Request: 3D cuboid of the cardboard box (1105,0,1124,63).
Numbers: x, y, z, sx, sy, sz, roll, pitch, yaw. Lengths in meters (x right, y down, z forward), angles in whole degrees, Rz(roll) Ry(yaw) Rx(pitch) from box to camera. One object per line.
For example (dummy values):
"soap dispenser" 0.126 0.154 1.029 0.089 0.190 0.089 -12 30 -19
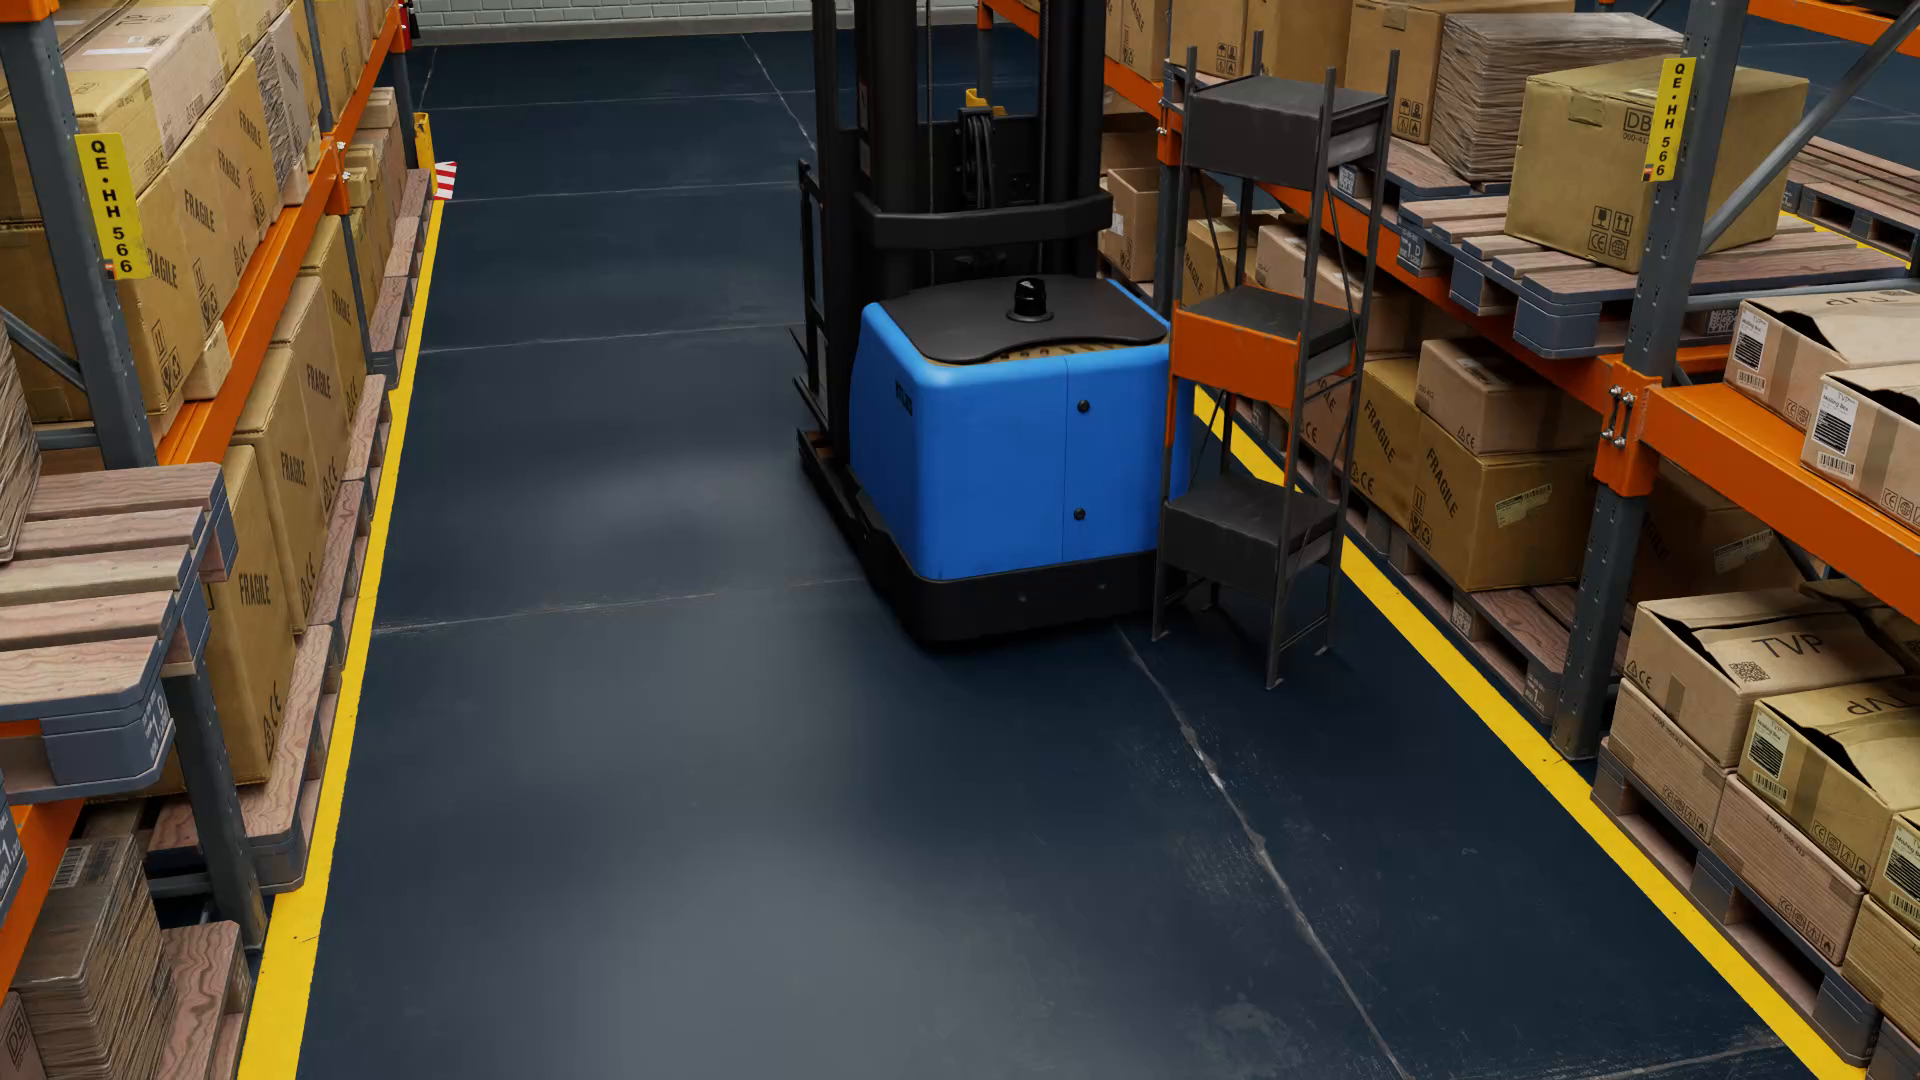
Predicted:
"cardboard box" 1.042 -2.919 9.094 0.500 0.500 0.500 -5 27 -10

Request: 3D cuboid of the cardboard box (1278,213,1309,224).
"cardboard box" 1.913 -1.348 8.378 0.500 0.500 0.500 -6 27 -12

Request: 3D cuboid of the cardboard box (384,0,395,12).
"cardboard box" -4.080 -3.617 10.255 0.980 0.700 0.700 -5 27 -9

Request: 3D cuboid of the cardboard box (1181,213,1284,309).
"cardboard box" 1.394 -1.298 8.279 0.500 0.500 0.500 -7 28 -14

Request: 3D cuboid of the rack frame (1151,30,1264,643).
"rack frame" 0.833 -0.632 5.672 0.015 2.100 0.400 22 34 37

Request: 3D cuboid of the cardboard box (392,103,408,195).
"cardboard box" -3.949 -2.481 10.644 0.700 0.500 0.500 -6 27 -12

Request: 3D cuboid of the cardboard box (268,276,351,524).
"cardboard box" -2.827 -0.516 6.363 0.750 0.750 0.750 -5 27 -10

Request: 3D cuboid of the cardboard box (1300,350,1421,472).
"cardboard box" 1.744 -0.623 6.942 0.500 0.500 0.500 -7 28 -14

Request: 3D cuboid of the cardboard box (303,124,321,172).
"cardboard box" -2.871 -1.619 6.885 0.380 0.149 0.250 -5 27 -11

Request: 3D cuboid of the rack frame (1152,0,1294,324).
"rack frame" 1.522 -2.455 8.285 1.000 3.000 0.127 -6 27 -12

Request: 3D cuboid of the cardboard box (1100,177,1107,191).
"cardboard box" 0.949 -2.002 9.883 0.500 0.311 0.500 -6 27 -12

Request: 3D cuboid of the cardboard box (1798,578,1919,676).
"cardboard box" 2.782 0.296 4.799 0.500 0.311 0.500 -5 27 -10

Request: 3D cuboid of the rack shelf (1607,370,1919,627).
"rack shelf" 2.875 0.500 3.229 1.077 0.370 4.000 -6 27 -12

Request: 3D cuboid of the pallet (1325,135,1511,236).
"pallet" 1.981 -1.467 6.540 1.003 0.211 1.213 -6 27 -12

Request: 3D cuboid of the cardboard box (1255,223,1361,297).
"cardboard box" 1.619 -1.194 7.241 0.500 0.250 0.500 -6 27 -11

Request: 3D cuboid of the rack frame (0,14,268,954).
"rack frame" -2.402 -0.194 3.806 1.000 3.000 0.127 -6 27 -12

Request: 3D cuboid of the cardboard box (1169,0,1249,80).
"cardboard box" 1.411 -2.456 7.711 0.700 0.500 0.500 -16 31 -29

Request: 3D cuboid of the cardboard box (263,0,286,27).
"cardboard box" -2.843 -2.067 6.221 0.500 0.250 0.500 -5 27 -10

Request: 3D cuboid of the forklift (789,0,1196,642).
"forklift" -0.085 -1.593 6.654 1.130 2.935 3.031 -8 28 -15

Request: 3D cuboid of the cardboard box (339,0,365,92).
"cardboard box" -3.568 -2.645 8.329 0.980 0.700 0.700 -7 28 -13

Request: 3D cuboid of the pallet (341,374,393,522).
"pallet" -3.056 -0.374 7.258 1.003 0.211 1.213 -6 27 -12

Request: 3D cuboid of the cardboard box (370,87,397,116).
"cardboard box" -3.743 -2.733 10.423 0.380 0.149 0.250 -6 27 -12

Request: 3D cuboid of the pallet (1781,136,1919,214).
"pallet" 5.867 -2.567 11.602 1.003 0.211 1.213 -6 27 -12

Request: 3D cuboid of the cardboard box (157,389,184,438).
"cardboard box" -2.298 -0.371 4.412 0.380 0.149 0.250 -6 27 -11

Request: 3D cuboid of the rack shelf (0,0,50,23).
"rack shelf" -1.951 -0.334 1.553 1.077 0.370 4.000 -6 27 -12

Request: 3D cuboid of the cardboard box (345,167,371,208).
"cardboard box" -3.271 -1.819 8.613 0.380 0.149 0.250 -5 27 -10

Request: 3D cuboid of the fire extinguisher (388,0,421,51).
"fire extinguisher" -3.789 -3.618 11.090 0.296 0.674 0.183 -6 27 -12

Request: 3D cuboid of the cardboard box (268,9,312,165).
"cardboard box" -2.829 -1.737 6.399 0.500 0.500 0.500 -6 27 -11

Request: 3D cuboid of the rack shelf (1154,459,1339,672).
"rack shelf" 1.013 0.079 5.846 0.480 0.518 0.431 22 34 37

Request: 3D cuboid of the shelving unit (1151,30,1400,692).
"shelving unit" 1.013 -0.558 5.525 0.503 2.100 0.431 22 34 37

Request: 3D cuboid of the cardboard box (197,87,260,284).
"cardboard box" -2.481 -1.069 5.075 0.500 0.500 0.500 -6 27 -12

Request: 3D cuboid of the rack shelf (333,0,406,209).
"rack shelf" -3.754 -2.507 9.187 1.077 0.370 4.000 -6 27 -12

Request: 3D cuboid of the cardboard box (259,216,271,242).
"cardboard box" -2.707 -1.165 5.986 0.380 0.149 0.250 -7 28 -13

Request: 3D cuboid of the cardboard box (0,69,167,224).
"cardboard box" -2.259 -0.954 4.015 0.500 0.250 0.500 -5 27 -10

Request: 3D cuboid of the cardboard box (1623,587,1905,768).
"cardboard box" 2.256 0.350 4.690 0.500 0.311 0.500 -5 27 -10

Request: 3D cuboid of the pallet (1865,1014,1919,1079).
"pallet" 2.843 1.446 3.651 1.003 0.211 1.213 -6 27 -12

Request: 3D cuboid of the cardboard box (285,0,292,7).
"cardboard box" -2.949 -2.292 6.667 0.500 0.250 0.500 -5 27 -10

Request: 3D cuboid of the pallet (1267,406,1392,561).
"pallet" 2.021 -0.320 7.150 1.003 0.211 1.213 -6 27 -12

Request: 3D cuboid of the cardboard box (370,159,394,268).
"cardboard box" -3.595 -1.807 9.309 0.700 0.500 0.500 -5 27 -10

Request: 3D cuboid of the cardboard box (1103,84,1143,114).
"cardboard box" 0.984 -3.078 11.805 0.500 0.500 0.500 -6 27 -12

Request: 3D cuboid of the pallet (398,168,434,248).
"pallet" -3.948 -2.118 10.713 1.003 0.211 1.213 -6 27 -12

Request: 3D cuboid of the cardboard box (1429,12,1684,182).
"cardboard box" 2.152 -1.617 6.048 0.700 0.500 0.500 -1 27 -2

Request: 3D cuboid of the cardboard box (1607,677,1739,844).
"cardboard box" 2.256 0.601 4.816 0.500 0.250 0.500 -6 27 -12

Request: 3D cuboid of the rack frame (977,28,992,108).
"rack frame" 0.621 -4.211 11.764 1.000 3.000 0.127 -6 27 -12
